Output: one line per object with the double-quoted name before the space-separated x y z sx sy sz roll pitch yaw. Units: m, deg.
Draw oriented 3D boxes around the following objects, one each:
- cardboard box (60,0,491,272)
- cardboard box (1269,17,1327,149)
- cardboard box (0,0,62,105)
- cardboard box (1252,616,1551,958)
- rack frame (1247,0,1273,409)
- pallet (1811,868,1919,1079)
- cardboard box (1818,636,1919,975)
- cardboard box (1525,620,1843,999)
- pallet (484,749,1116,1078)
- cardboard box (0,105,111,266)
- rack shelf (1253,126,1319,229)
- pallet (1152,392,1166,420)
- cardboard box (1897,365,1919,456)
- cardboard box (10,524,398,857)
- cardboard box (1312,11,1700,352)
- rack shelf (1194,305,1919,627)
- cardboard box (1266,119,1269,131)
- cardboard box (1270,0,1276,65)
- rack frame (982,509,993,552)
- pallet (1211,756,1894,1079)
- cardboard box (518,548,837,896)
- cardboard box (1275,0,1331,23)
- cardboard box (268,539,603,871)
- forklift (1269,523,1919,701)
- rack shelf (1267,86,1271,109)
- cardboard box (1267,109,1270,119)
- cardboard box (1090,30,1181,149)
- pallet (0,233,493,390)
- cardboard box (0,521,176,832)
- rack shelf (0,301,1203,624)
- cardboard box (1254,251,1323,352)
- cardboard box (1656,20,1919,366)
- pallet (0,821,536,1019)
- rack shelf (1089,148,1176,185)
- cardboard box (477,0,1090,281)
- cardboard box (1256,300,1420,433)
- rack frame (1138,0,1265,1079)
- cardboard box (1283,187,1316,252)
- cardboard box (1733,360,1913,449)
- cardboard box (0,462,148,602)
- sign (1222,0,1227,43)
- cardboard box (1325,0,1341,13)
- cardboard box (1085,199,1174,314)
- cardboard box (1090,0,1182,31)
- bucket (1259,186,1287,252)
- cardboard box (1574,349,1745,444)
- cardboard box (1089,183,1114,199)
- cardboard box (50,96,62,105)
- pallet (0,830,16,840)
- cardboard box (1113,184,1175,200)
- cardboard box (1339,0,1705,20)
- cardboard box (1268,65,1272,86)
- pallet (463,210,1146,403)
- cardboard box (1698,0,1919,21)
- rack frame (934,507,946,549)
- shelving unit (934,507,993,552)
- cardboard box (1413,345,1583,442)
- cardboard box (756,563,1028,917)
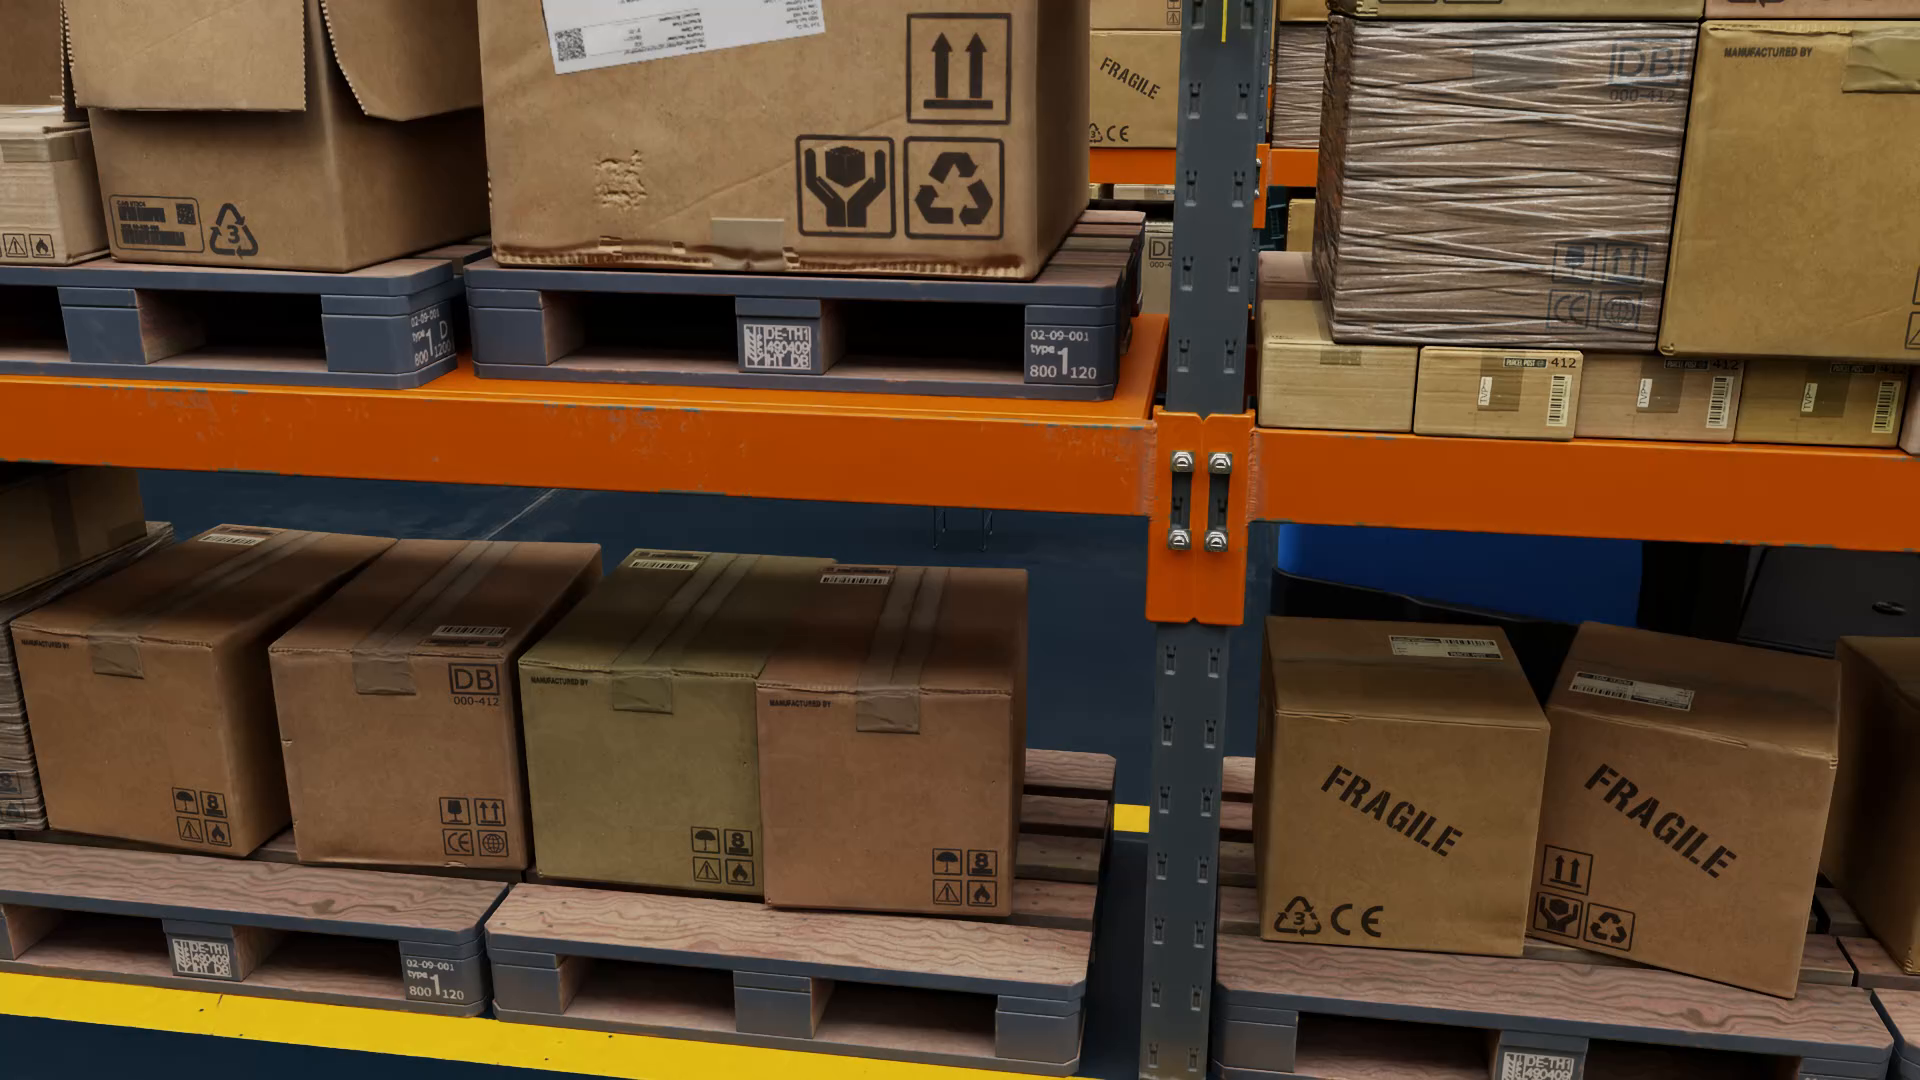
"cardboard box" -1.243 -0.839 3.259 0.637 0.503 0.797 5 19 14
"cardboard box" 1.736 -2.138 7.729 0.550 0.550 0.875 3 19 9
"cardboard box" -2.359 -0.969 3.653 0.500 0.500 0.700 6 19 17
"cardboard box" 0.872 0.486 3.400 0.500 0.500 0.500 2 19 7
"rack frame" 1.370 -2.082 7.797 0.127 3.000 1.000 3 19 9
"pallet" 2.360 0.873 3.361 1.213 0.211 1.003 3 19 9
"cardboard box" 2.064 0.519 3.302 0.500 0.500 0.500 1 19 4
"cardboard box" 1.439 0.513 3.321 0.500 0.500 0.500 9 21 26
"pallet" -0.286 0.751 3.726 1.213 0.211 1.003 3 19 9
"cardboard box" -1.848 -0.706 3.259 0.500 0.250 0.500 2 19 7
"rack shelf" 3.345 -1.640 7.610 4.000 0.370 1.077 3 19 9
"pallet" 0.596 -0.774 8.285 1.213 0.211 1.003 3 19 9
"cardboard box" 1.633 -0.253 2.728 0.250 0.149 0.380 3 19 9
"cardboard box" -1.691 0.320 3.864 0.500 0.500 0.700 5 19 13
"cardboard box" 0.918 -0.679 2.979 0.500 0.500 0.875 3 19 9
"rack shelf" 2.458 -0.091 2.981 4.000 0.370 1.077 3 19 9
"cardboard box" 3.268 -4.204 17.024 0.500 0.250 0.500 3 19 8
"cardboard box" 2.445 -3.716 12.057 0.500 0.500 0.500 3 19 9
"rack frame" 0.105 -0.564 6.097 0.006 1.200 0.240 3 19 9
"pallet" 1.152 0.812 3.543 1.213 0.211 1.003 3 19 9
"cardboard box" -0.587 0.376 3.697 0.500 0.500 0.700 3 19 8
"cardboard box" 1.729 -2.635 7.514 0.550 0.550 0.875 3 19 9
"cardboard box" -1.140 0.348 3.781 0.500 0.500 0.700 1 19 4
"forklift" 2.492 -0.905 4.390 3.031 2.935 1.130 10 21 28
"rack shelf" 4.030 -3.196 12.260 4.000 0.370 1.077 3 19 9
"cardboard box" 3.267 -4.439 16.940 0.500 0.250 0.500 3 19 8
"cardboard box" 0.812 -2.071 7.609 0.500 0.500 0.500 3 19 8
"pallet" -1.505 -0.556 3.541 1.213 0.211 1.003 3 19 9
"cardboard box" -2.252 0.294 3.943 0.500 0.500 0.700 1 19 4
"rack shelf" -1.491 -0.292 3.583 4.000 0.370 1.077 3 19 9
"cardboard box" 0.742 -0.495 3.451 0.250 0.149 0.380 3 19 9
"cardboard box" 1.406 -0.643 2.871 0.500 0.500 0.875 3 19 9
"pallet" -1.494 0.690 3.908 1.213 0.211 1.003 3 19 9
"rack shelf" -0.605 -1.841 8.212 4.000 0.370 1.077 3 19 9
"cardboard box" -0.279 -1.100 3.257 1.000 1.000 1.000 3 19 9
"cardboard box" 0.648 -0.309 2.894 0.250 0.149 0.380 3 19 9
"rack frame" 0.483 -0.533 3.168 0.127 3.000 1.000 3 19 9
"cardboard box" 1.980 -1.220 7.907 0.875 0.875 0.875 3 19 9
"cardboard box" 1.392 -0.278 2.804 0.250 0.149 0.380 3 19 9
"cardboard box" -2.274 -0.065 3.835 0.500 0.250 0.500 5 19 15
"sign" 0.399 -0.908 2.464 0.005 0.325 0.100 3 19 9
"cardboard box" 0.971 -1.259 3.136 0.500 0.500 0.500 3 19 9
"cardboard box" 0.743 -1.217 8.096 0.750 0.750 1.050 3 19 8
"cardboard box" 0.879 -2.626 7.692 0.500 0.500 0.700 3 19 8
"bucket" 1.870 -1.965 10.213 0.620 0.611 0.726 -1 16 31
"cardboard box" 1.144 -0.288 2.832 0.250 0.149 0.380 3 19 9
"cardboard box" 0.827 -2.651 12.979 0.625 0.372 0.950 4 19 12
"cardboard box" -1.777 -0.870 3.726 0.258 0.266 0.396 2 19 7
"pallet" -2.695 0.628 4.093 1.213 0.211 1.003 3 19 9
"cardboard box" 1.537 -2.616 12.874 0.625 0.372 0.950 3 19 9
"cardboard box" 0.887 -1.093 2.641 0.500 0.500 0.500 3 19 9
"cardboard box" 2.315 -3.402 12.139 0.250 0.149 0.380 3 19 8
"pallet" -0.248 -0.526 3.450 1.213 0.211 1.003 3 19 9
"cardboard box" 1.381 -1.068 2.567 0.500 0.500 0.500 3 19 9
"rack frame" -0.076 -0.573 6.124 0.006 1.200 0.240 3 19 9
"shelving unit" 0.014 -0.568 6.111 0.189 1.200 0.258 3 19 9
"cardboard box" 0.893 -0.292 2.844 0.250 0.149 0.380 3 19 9
"cardboard box" -0.119 0.406 3.607 0.500 0.500 0.700 1 19 4
